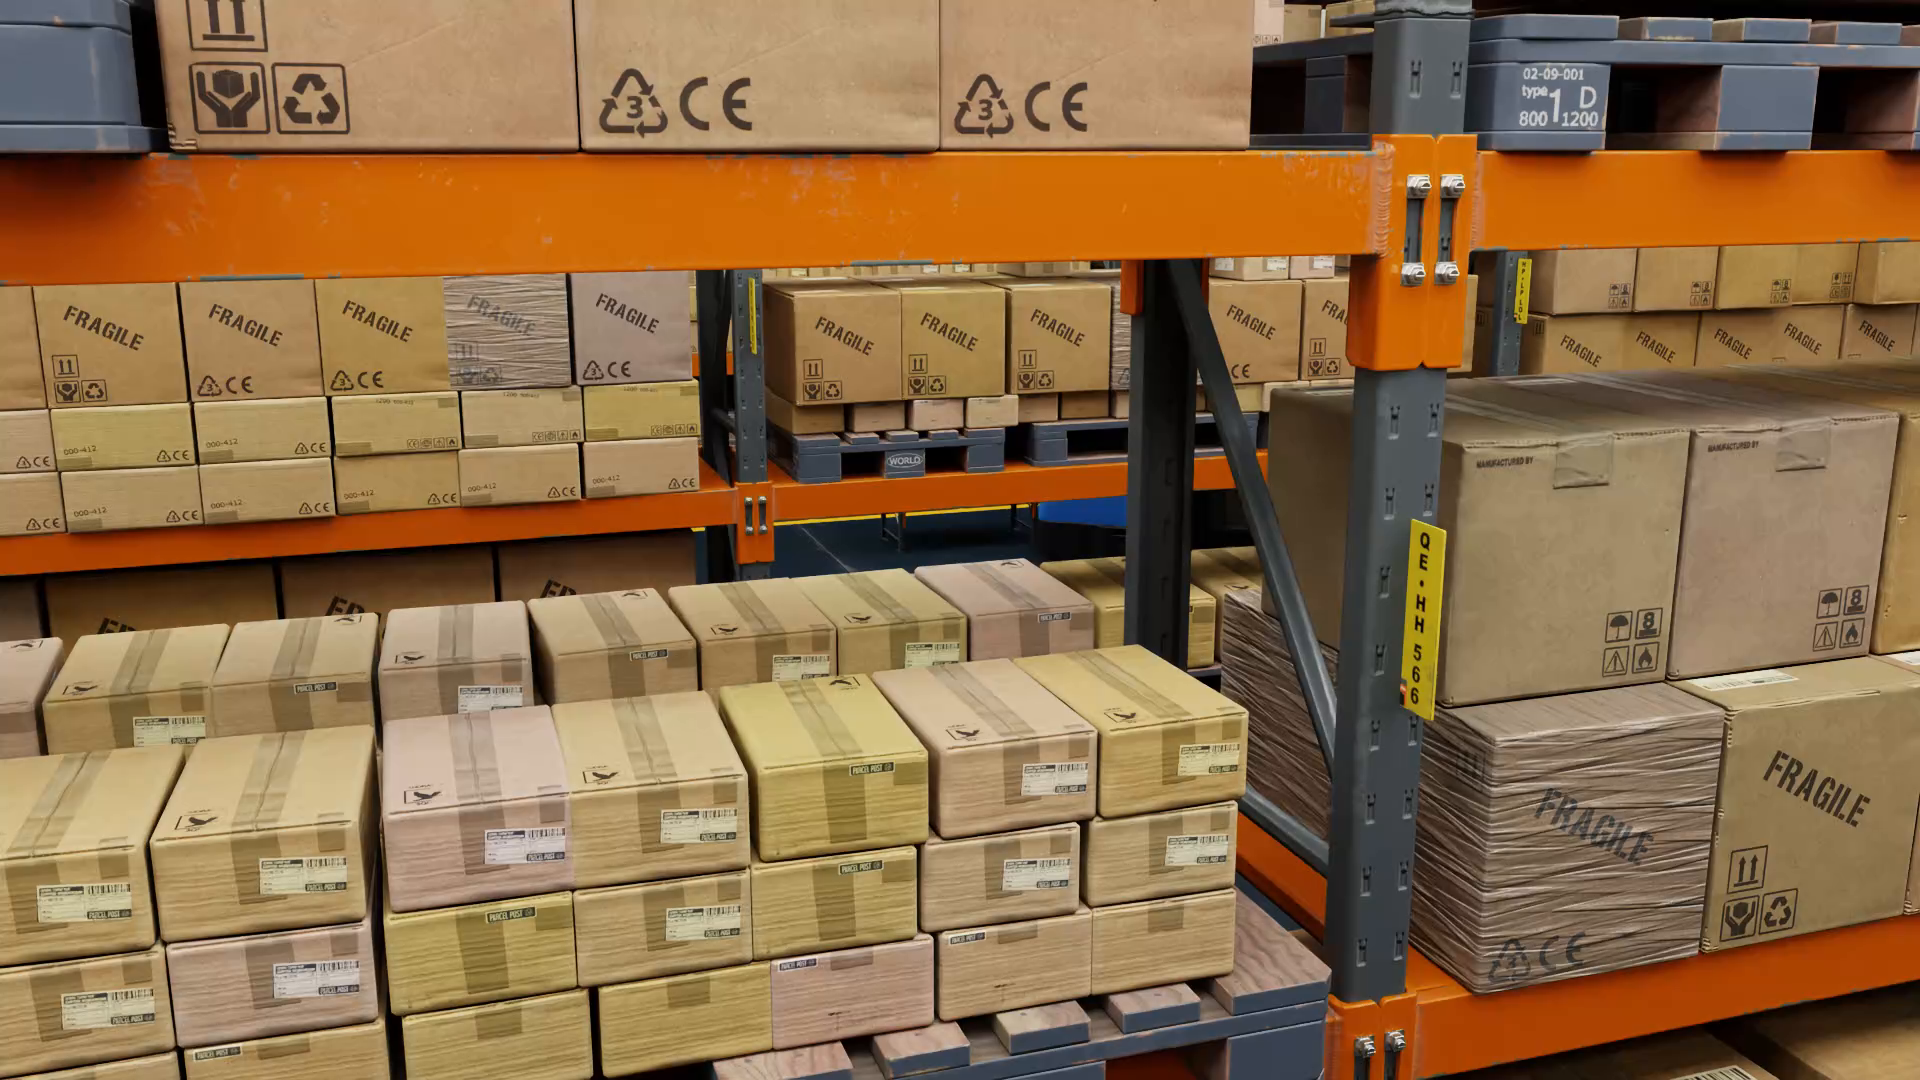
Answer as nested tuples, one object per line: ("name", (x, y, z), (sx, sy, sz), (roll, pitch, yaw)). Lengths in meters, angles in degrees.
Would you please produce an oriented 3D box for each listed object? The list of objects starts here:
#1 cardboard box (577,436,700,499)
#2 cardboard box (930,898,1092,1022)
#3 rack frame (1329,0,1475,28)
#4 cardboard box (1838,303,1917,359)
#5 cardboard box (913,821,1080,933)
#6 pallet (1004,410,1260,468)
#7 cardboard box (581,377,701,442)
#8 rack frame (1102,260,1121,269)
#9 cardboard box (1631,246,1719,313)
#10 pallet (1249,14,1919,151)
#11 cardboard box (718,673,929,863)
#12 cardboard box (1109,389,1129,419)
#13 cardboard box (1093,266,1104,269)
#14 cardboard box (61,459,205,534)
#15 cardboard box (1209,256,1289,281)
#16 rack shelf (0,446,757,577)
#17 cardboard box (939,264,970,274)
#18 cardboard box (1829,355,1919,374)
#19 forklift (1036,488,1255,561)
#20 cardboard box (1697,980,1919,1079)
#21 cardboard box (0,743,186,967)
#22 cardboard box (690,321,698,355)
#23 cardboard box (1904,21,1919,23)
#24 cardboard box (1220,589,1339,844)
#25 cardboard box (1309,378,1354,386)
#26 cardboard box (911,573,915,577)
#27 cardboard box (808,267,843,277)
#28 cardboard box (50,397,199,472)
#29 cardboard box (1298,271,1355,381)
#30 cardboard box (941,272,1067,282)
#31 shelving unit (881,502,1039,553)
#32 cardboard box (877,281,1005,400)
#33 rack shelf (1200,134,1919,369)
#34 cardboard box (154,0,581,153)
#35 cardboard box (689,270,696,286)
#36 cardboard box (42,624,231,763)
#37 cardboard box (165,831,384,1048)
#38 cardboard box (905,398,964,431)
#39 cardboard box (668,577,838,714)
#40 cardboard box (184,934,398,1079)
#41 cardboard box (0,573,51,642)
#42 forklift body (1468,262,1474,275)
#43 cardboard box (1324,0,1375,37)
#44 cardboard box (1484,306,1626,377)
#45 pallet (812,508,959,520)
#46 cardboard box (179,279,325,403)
("cardboard box", (-1.485, -0.372, 7.547), (0.500, 0.250, 0.500), (-5, 14, -20))
("cardboard box", (0.029, 0.613, 2.721), (0.250, 0.149, 0.380), (-4, 14, -18))
("rack frame", (0.586, -2.379, 2.699), (0.127, 3.000, 1.000), (-4, 14, -18))
("cardboard box", (5.116, -1.150, 9.636), (0.500, 0.500, 0.500), (-5, 14, -18))
("cardboard box", (0.011, 0.469, 2.681), (0.250, 0.149, 0.380), (-4, 14, -16))
("pallet", (0.775, -0.600, 8.600), (1.213, 0.211, 1.003), (-4, 14, -18))
("cardboard box", (-1.466, -0.618, 7.501), (0.500, 0.250, 0.500), (-5, 14, -18))
("rack frame", (1.116, -1.922, 13.742), (0.127, 3.000, 1.000), (-4, 14, -18))
("cardboard box", (3.680, -1.532, 9.080), (0.500, 0.500, 0.700), (-4, 14, -18))
("pallet", (1.180, -0.887, 3.316), (1.003, 0.211, 1.213), (-4, 14, -15))
("cardboard box", (-0.219, 0.342, 2.572), (0.250, 0.149, 0.380), (-4, 14, -16))
("cardboard box", (0.826, -0.713, 8.292), (0.250, 0.149, 0.380), (-4, 14, -16))
("cardboard box", (1.456, -2.063, 14.119), (0.500, 0.500, 0.500), (-5, 14, -18))
("cardboard box", (-3.397, -0.218, 6.901), (0.500, 0.250, 0.500), (-5, 14, -19))
("cardboard box", (1.436, -1.384, 8.313), (0.250, 0.149, 0.380), (-5, 14, -20))
("rack shelf", (-2.984, -0.041, 7.388), (4.000, 0.370, 1.077), (-4, 14, -18))
("cardboard box", (-0.100, -2.129, 12.993), (0.250, 0.149, 0.380), (-5, 14, -19))
("cardboard box", (2.464, -0.140, 3.874), (0.500, 0.500, 0.700), (-5, 14, -19))
("forklift", (2.101, -1.264, 11.121), (3.031, 2.935, 1.130), (4, 14, 18))
("cardboard box", (2.020, 1.339, 3.985), (0.750, 0.750, 1.050), (-4, 14, -17))
("cardboard box", (-1.205, 0.419, 2.250), (0.250, 0.149, 0.380), (-4, 14, -16))
("cardboard box", (-2.176, -1.533, 12.431), (0.500, 0.250, 0.500), (-4, 14, -18))
("cardboard box", (2.304, -1.209, 3.332), (0.500, 0.311, 0.500), (-5, 14, -19))
("cardboard box", (0.928, 0.399, 3.769), (0.500, 0.500, 0.500), (-4, 14, -18))
("cardboard box", (1.815, -0.775, 8.554), (0.250, 0.149, 0.380), (-5, 14, -19))
("cardboard box", (0.147, 0.440, 8.584), (0.625, 0.372, 0.950), (-5, 14, -19))
("cardboard box", (-1.059, -2.048, 12.652), (0.250, 0.149, 0.380), (-4, 14, -17))
("cardboard box", (-3.400, -0.460, 6.840), (0.500, 0.250, 0.500), (-4, 14, -17))
("cardboard box", (1.869, -1.110, 8.562), (0.500, 0.500, 0.500), (-4, 14, -18))
("cardboard box", (0.218, -1.109, 8.557), (0.500, 0.500, 0.500), (-5, 14, -22))
("shelving unit", (-0.006, -0.547, 12.011), (1.048, 1.125, 0.538), (-4, 14, -18))
("cardboard box", (-0.096, -0.959, 7.925), (0.500, 0.500, 0.500), (-4, 14, -15))
("rack shelf", (2.482, -0.717, 3.749), (4.000, 0.370, 1.077), (-4, 14, -18))
("cardboard box", (-0.819, -0.795, 2.304), (0.500, 0.500, 0.500), (-4, 14, -18))
("cardboard box", (-2.026, -1.970, 12.326), (0.250, 0.149, 0.380), (-4, 14, -17))
("cardboard box", (-1.396, 0.275, 2.856), (0.250, 0.149, 0.380), (-5, 14, -19))
("cardboard box", (-0.959, 0.545, 2.363), (0.250, 0.149, 0.380), (-4, 14, -17))
("cardboard box", (-0.168, -0.628, 7.935), (0.250, 0.149, 0.380), (-5, 14, -22))
("cardboard box", (-0.401, 0.197, 3.182), (0.250, 0.149, 0.380), (-5, 14, -18))
("cardboard box", (-0.952, 0.688, 2.403), (0.250, 0.149, 0.380), (-4, 14, -16))
("cardboard box", (-4.317, 0.523, 7.148), (0.875, 0.875, 0.875), (-4, 14, -16))
("forklift body", (3.692, -1.265, 12.811), (1.214, 2.155, 2.313), (-4, 14, -18))
("cardboard box", (2.194, -2.597, 8.433), (0.500, 0.250, 0.500), (-4, 14, -17))
("cardboard box", (3.209, -0.999, 9.000), (0.500, 0.500, 0.500), (-4, 14, -18))
("pallet", (-0.728, -0.412, 13.418), (1.213, 0.211, 1.003), (-4, 14, -18))
("cardboard box", (-2.933, -0.868, 6.932), (0.500, 0.500, 0.500), (-5, 14, -19))
